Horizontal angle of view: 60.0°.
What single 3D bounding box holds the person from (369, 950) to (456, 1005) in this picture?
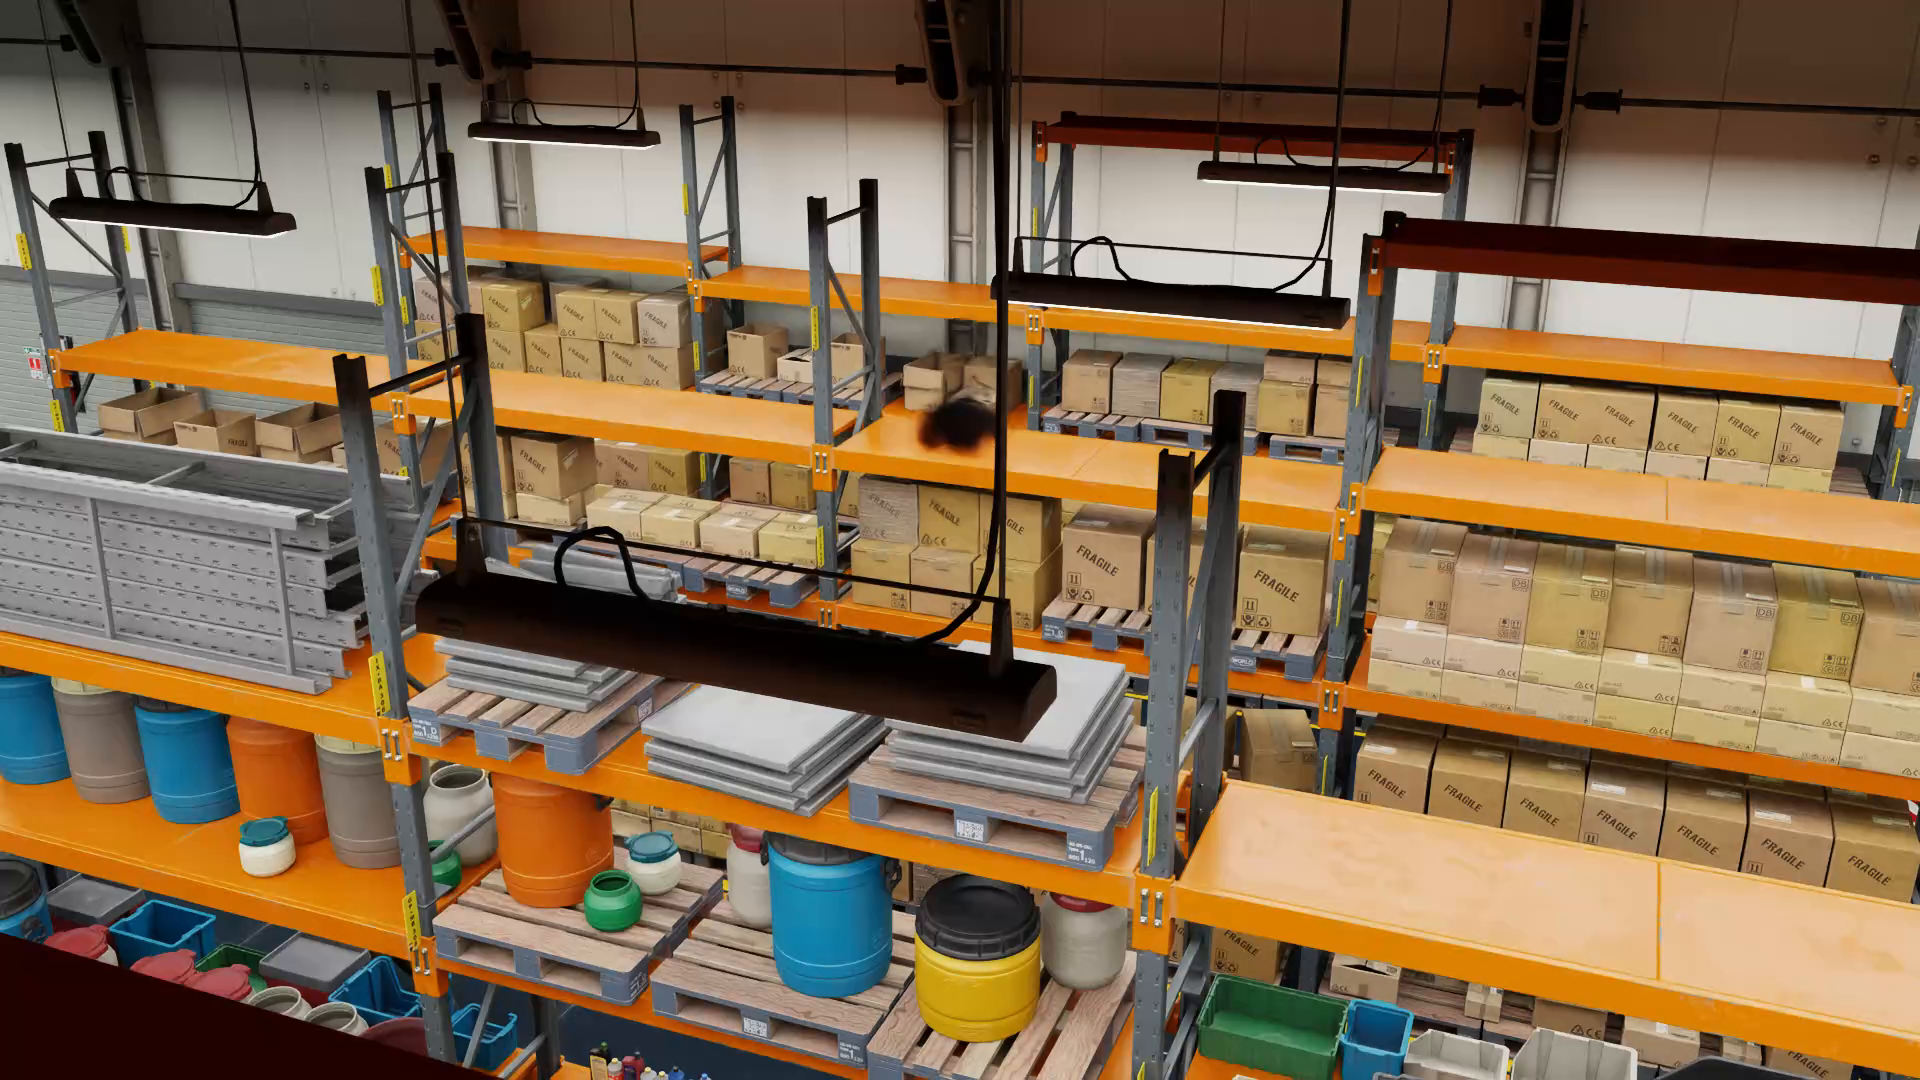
[{"bbox_3d":[-4.411,2.816,12.689,1.178,1.605,0.717,13,24,30],"label":"person"}]
